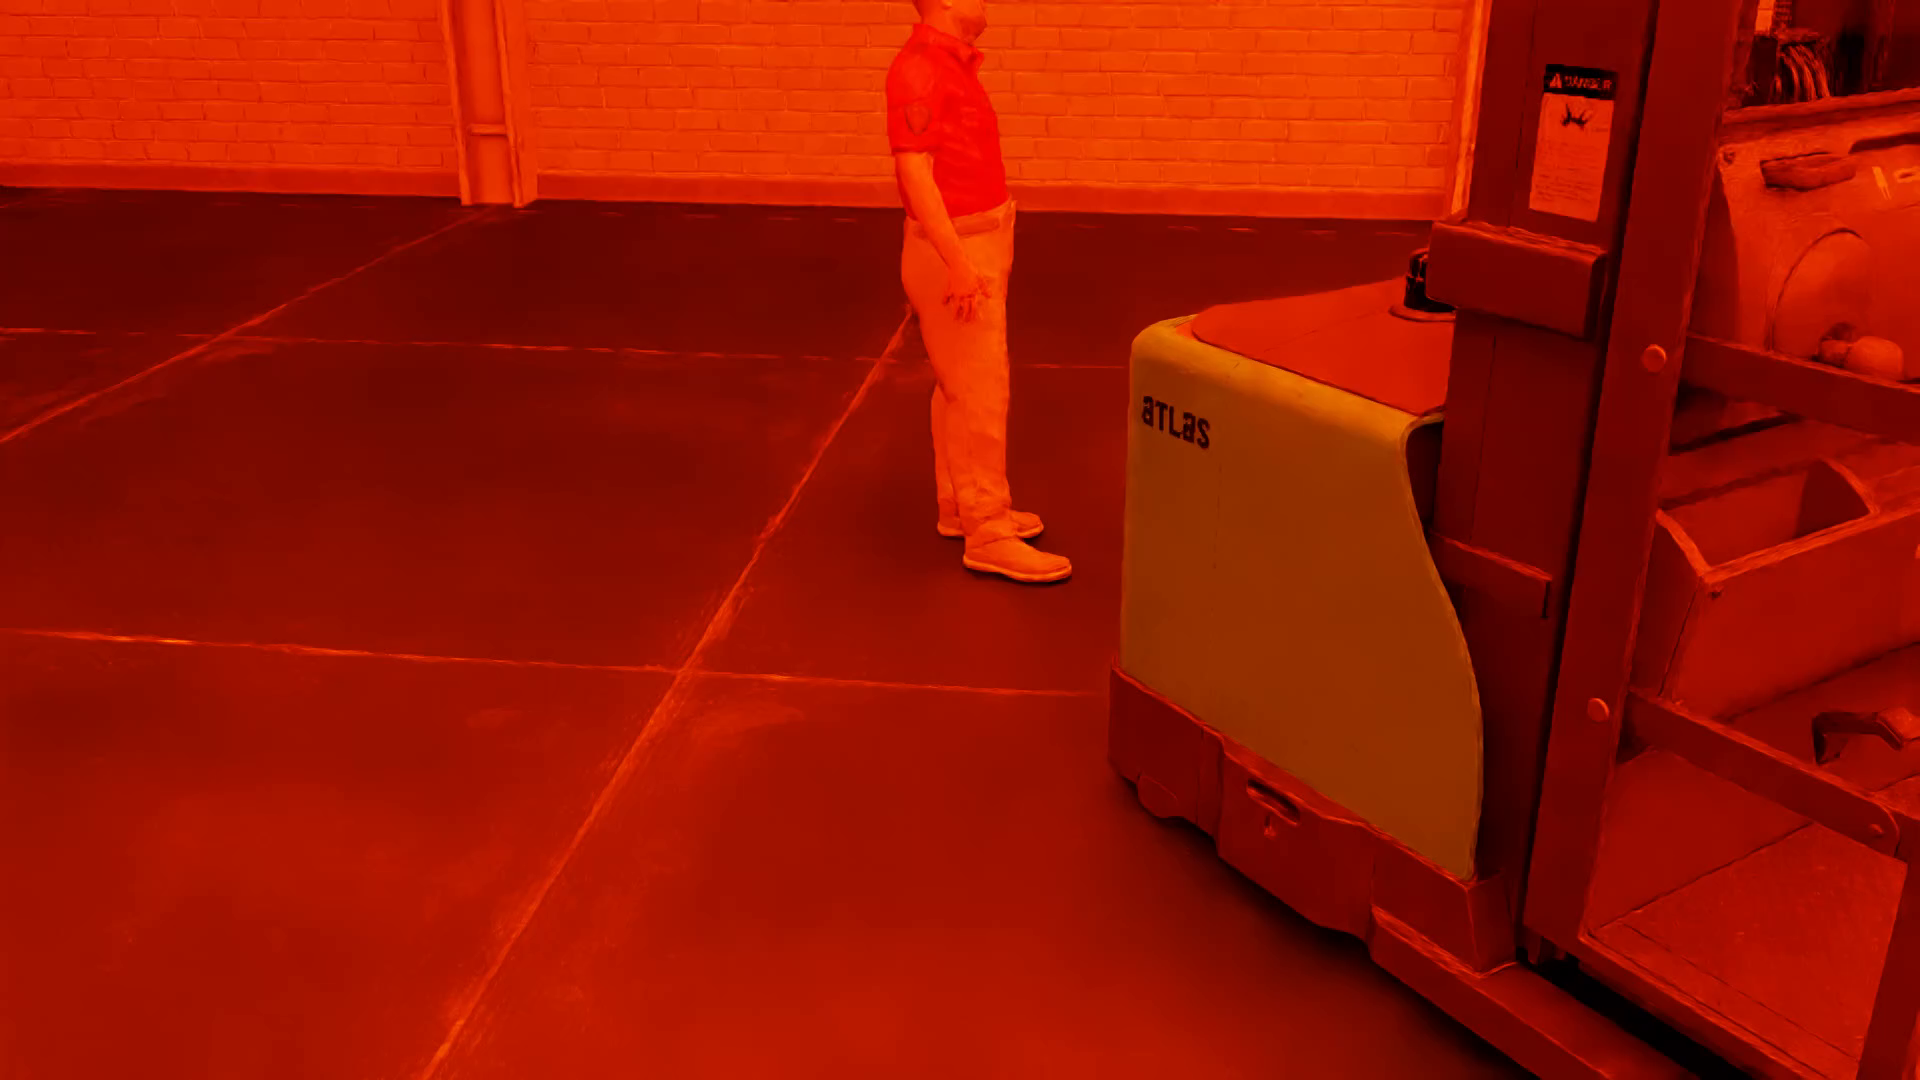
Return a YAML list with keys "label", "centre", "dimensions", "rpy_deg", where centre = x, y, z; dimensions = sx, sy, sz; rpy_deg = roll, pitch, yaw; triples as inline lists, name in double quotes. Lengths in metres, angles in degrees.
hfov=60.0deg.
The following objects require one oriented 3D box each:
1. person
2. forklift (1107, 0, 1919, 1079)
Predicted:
- label: "person"
  centre: [0.088, -0.800, 4.830]
  dimensions: [0.550, 1.727, 0.640]
  rpy_deg: [3, 22, 7]
- label: "forklift"
  centre: [1.549, -0.439, 2.344]
  dimensions: [1.130, 2.935, 3.031]
  rpy_deg: [-13, 26, -30]
